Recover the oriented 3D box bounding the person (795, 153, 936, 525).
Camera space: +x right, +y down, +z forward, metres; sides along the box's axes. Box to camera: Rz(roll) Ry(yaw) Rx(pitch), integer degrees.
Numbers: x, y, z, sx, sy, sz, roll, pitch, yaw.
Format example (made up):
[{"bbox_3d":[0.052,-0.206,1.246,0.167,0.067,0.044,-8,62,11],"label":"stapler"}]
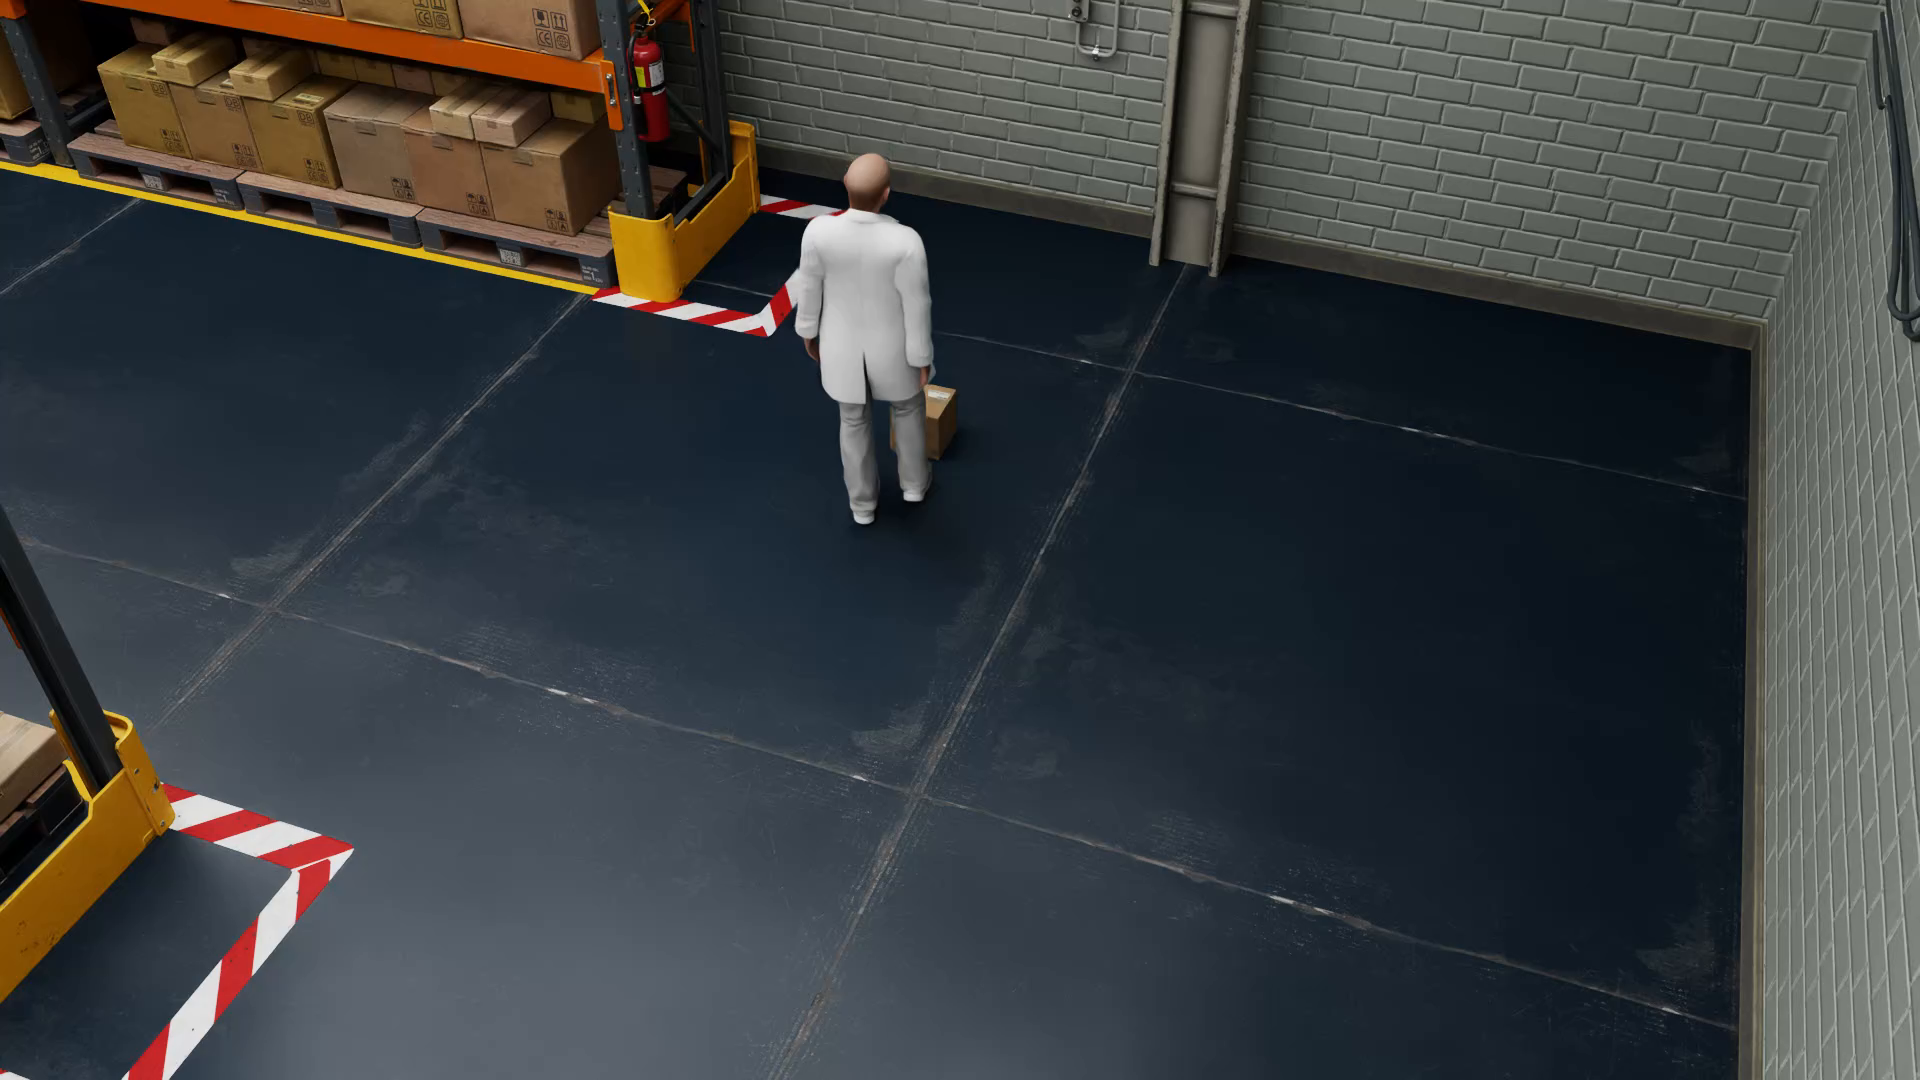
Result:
[{"bbox_3d":[-0.396,-0.874,7.201,0.623,1.832,0.510,5,41,6],"label":"person"}]
